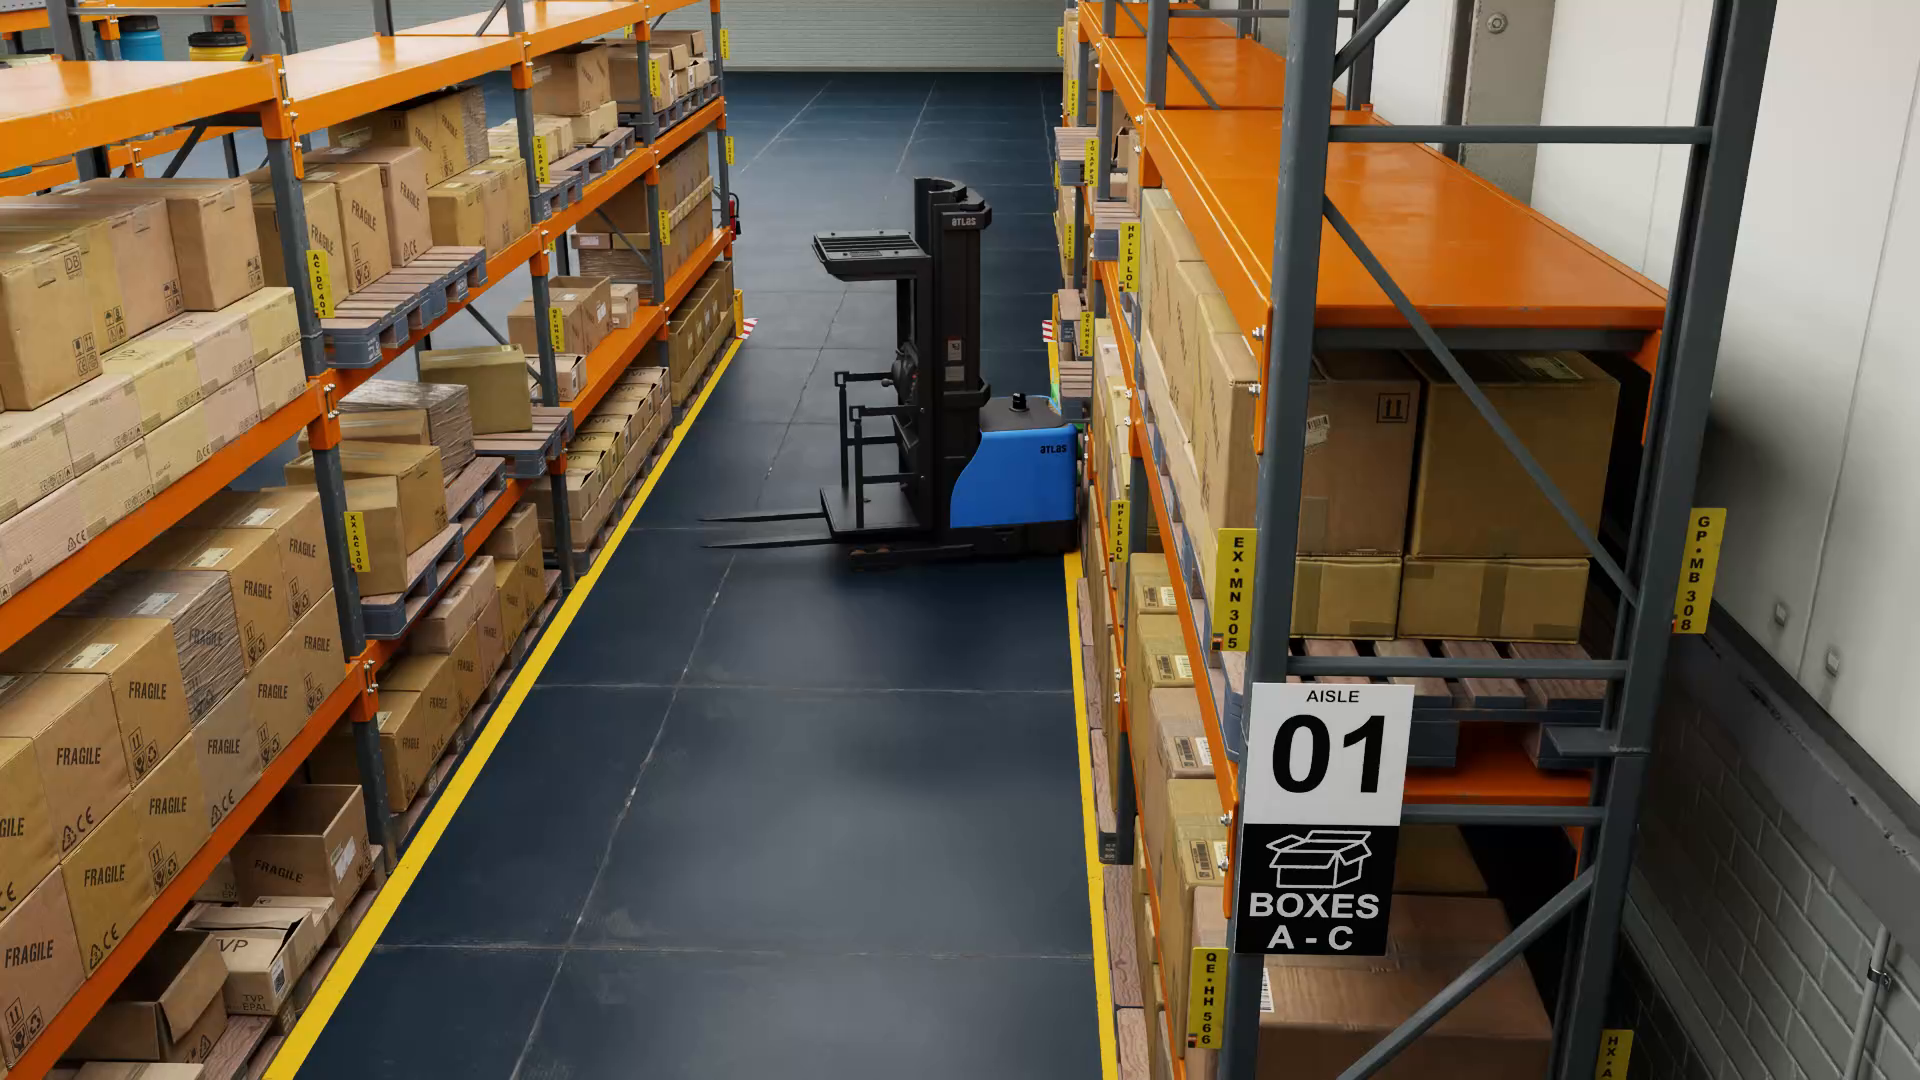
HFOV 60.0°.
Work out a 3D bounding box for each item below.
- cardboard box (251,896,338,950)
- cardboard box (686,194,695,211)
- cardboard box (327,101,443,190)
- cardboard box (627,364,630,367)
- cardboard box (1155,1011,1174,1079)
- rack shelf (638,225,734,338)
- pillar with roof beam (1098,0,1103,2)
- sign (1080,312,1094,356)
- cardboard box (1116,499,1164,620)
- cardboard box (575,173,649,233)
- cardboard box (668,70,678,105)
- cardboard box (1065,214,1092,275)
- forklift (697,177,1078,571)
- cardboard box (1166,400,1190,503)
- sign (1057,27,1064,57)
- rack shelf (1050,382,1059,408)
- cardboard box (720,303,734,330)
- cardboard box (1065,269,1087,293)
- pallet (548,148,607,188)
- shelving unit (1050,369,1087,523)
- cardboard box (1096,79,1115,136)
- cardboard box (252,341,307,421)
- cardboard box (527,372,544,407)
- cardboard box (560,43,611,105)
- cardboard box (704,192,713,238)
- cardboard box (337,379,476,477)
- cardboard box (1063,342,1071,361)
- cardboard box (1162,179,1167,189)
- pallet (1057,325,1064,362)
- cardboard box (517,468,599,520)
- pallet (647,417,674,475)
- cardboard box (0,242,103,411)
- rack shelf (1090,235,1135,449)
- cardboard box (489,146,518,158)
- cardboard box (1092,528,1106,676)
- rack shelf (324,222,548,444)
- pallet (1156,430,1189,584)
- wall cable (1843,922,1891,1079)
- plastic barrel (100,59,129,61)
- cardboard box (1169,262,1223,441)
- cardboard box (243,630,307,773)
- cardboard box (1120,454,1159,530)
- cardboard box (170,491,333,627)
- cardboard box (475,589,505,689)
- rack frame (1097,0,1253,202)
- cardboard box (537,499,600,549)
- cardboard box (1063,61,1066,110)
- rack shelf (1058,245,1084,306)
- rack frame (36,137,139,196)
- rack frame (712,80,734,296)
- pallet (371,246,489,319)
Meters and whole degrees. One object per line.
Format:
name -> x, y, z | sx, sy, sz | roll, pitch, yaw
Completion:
cardboard box -> -3.296, 1.880, 8.162 | 0.380, 0.149, 0.250 | 1, 21, 2
cardboard box -> -3.105, -3.668, 18.095 | 0.380, 0.149, 0.250 | 1, 21, 3
cardboard box -> -3.539, -2.420, 10.245 | 0.500, 0.500, 0.500 | 1, 21, 2
cardboard box -> -3.545, -2.096, 17.261 | 0.500, 0.500, 0.500 | 1, 21, 2
cardboard box -> 1.171, 2.263, 6.718 | 0.700, 0.500, 0.500 | 0, 21, 0
rack shelf -> -3.306, -2.869, 18.065 | 1.077, 0.370, 4.000 | 1, 21, 2
pillar with roof beam -> -1.206, -12.964, 34.795 | 9.100, 9.000, 0.400 | 1, 21, 2
sign -> 0.920, -1.488, 12.018 | 0.100, 0.325, 0.005 | 1, 21, 2
cardboard box -> 1.103, 0.100, 8.841 | 0.500, 0.500, 0.500 | 0, 21, 1
cardboard box -> -3.360, -3.293, 16.232 | 0.700, 0.500, 0.500 | 1, 21, 2
cardboard box -> -3.072, -4.474, 16.408 | 0.500, 0.311, 0.500 | -1, 21, -1
cardboard box -> 1.290, -2.892, 16.271 | 0.500, 0.500, 0.500 | 1, 21, 1
forklift -> -0.616, -1.325, 13.185 | 3.031, 2.935, 1.130 | -4, 22, -10
cardboard box -> 1.002, -0.305, 5.803 | 0.500, 0.250, 0.500 | 0, 21, 0
sign -> 1.164, -5.686, 18.976 | 0.100, 0.325, 0.005 | 1, 21, 2
rack shelf -> 0.908, -1.177, 13.867 | 0.258, 0.148, 0.480 | 0, 24, -3
cardboard box -> -2.966, -2.645, 19.712 | 0.500, 0.250, 0.500 | 1, 21, 2
cardboard box -> 1.296, -2.542, 16.408 | 0.500, 0.250, 0.500 | 1, 21, 2
pallet -> -3.526, -2.996, 13.512 | 1.003, 0.211, 1.213 | 2, 21, 4
shelving unit -> 0.902, -0.796, 14.034 | 0.258, 1.200, 0.503 | 0, 24, -3
cardboard box -> 1.488, -3.872, 14.790 | 0.500, 0.500, 0.500 | 4, 22, 9
cardboard box -> -3.359, -0.739, 7.640 | 0.500, 0.250, 0.500 | 1, 21, 2
cardboard box -> -3.434, -1.125, 12.698 | 0.500, 0.311, 0.500 | 2, 21, 5
cardboard box -> -3.425, -4.133, 14.770 | 0.500, 0.500, 0.500 | 1, 21, 2
cardboard box -> -3.272, -3.806, 19.346 | 0.700, 0.500, 0.500 | 1, 21, 2
cardboard box -> -3.614, -0.720, 10.813 | 0.700, 0.500, 0.500 | 5, 22, 12
cardboard box -> 1.505, -2.194, 18.179 | 0.700, 0.500, 0.500 | -1, 21, -2
cardboard box -> 1.430, -1.705, 9.177 | 0.700, 0.500, 0.500 | 0, 21, 1
pallet -> 1.644, -2.254, 19.339 | 1.003, 0.211, 1.213 | 1, 21, 2
cardboard box -> -3.179, -0.397, 13.143 | 0.500, 0.311, 0.500 | 1, 21, 3
pallet -> -3.350, -0.915, 15.888 | 1.003, 0.211, 1.213 | 1, 21, 2
cardboard box -> -3.616, -0.781, 6.022 | 0.700, 0.500, 0.500 | 1, 21, 2
rack shelf -> 1.402, -1.322, 9.931 | 1.077, 0.370, 4.000 | 1, 21, 2
cardboard box -> -3.531, -2.724, 12.177 | 0.500, 0.250, 0.500 | -1, 21, -2
cardboard box -> 1.276, 0.405, 11.022 | 0.750, 0.750, 0.750 | 1, 21, 1
rack shelf -> -3.550, -1.375, 10.068 | 1.077, 0.370, 4.000 | 1, 21, 2
pallet -> 1.266, -0.157, 6.057 | 1.003, 0.211, 1.213 | 1, 21, 2
wall cable -> 2.126, 1.910, 3.348 | 0.084, 1.984, 1.851 | 1, 21, 2
plastic barrel -> -8.109, -4.337, 15.972 | 0.421, 0.512, 0.421 | 0, 21, 0
cardboard box -> 1.003, -0.647, 5.649 | 0.500, 0.500, 0.500 | 0, 21, -1
cardboard box -> -3.383, 0.734, 7.645 | 0.500, 0.500, 0.500 | 1, 21, 3
cardboard box -> 1.100, -0.252, 8.711 | 0.500, 0.250, 0.500 | 1, 21, 3
cardboard box -> -3.367, 0.084, 7.939 | 0.500, 0.500, 0.500 | 1, 21, 2
cardboard box -> -3.308, 0.643, 10.867 | 0.500, 0.500, 0.500 | 0, 21, 0
rack frame -> 1.463, -3.779, 11.122 | 1.000, 3.000, 0.127 | 1, 21, 2
cardboard box -> -3.179, -0.135, 13.245 | 0.500, 0.250, 0.500 | 1, 21, 1
cardboard box -> 1.394, -5.017, 18.293 | 0.500, 0.500, 0.500 | 2, 21, 5
rack shelf -> 1.645, -2.816, 17.928 | 1.077, 0.370, 4.000 | 1, 21, 2
rack frame -> -8.318, -2.537, 16.215 | 1.000, 3.000, 0.127 | 1, 21, 2
rack frame -> -3.245, -3.928, 19.799 | 1.000, 3.000, 0.127 | 1, 21, 2
pallet -> -3.492, -1.510, 9.680 | 1.213, 0.211, 1.003 | 1, 21, 2
